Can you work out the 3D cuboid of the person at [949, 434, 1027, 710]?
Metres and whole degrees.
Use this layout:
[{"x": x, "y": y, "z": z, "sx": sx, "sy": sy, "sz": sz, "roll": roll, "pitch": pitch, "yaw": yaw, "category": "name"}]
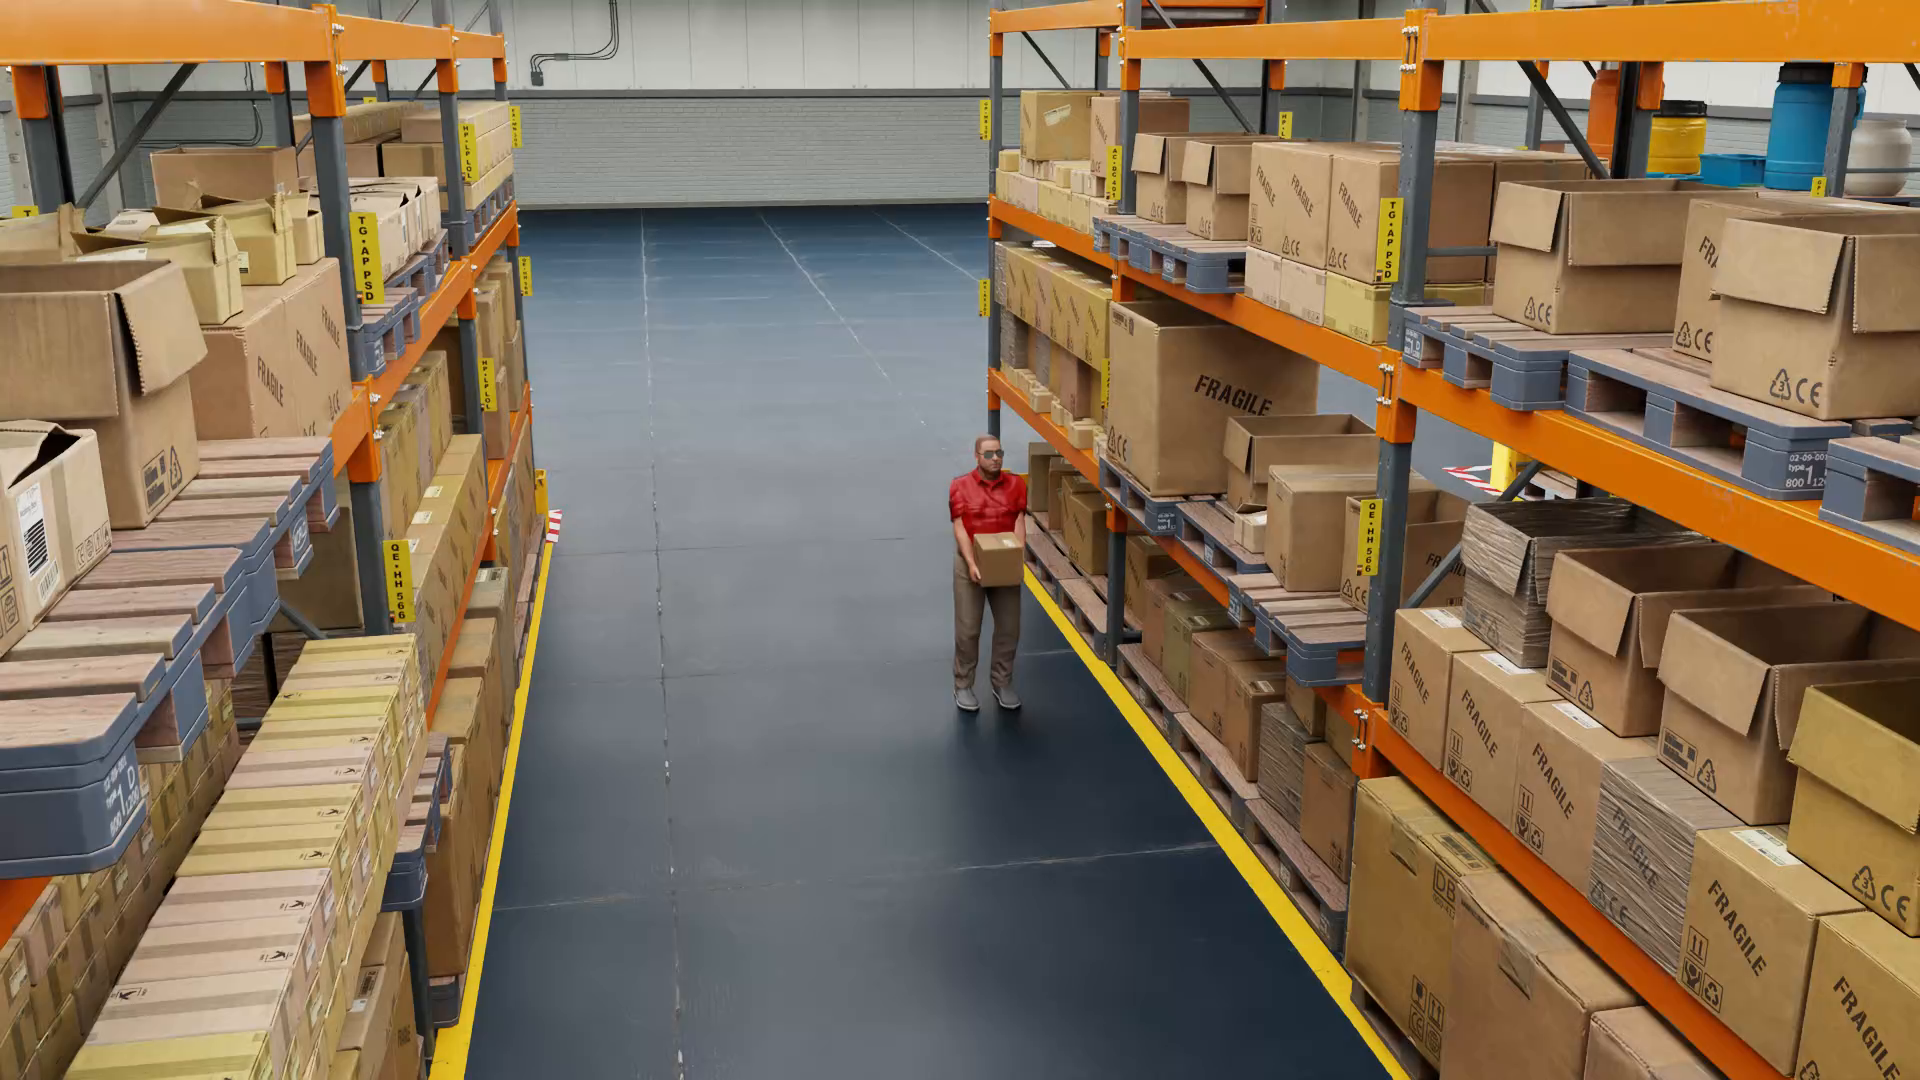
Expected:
[{"x": 0.202, "y": 0.219, "z": 10.336, "sx": 0.494, "sy": 1.716, "sz": 0.537, "roll": -4, "pitch": 17, "yaw": -13, "category": "person"}]
